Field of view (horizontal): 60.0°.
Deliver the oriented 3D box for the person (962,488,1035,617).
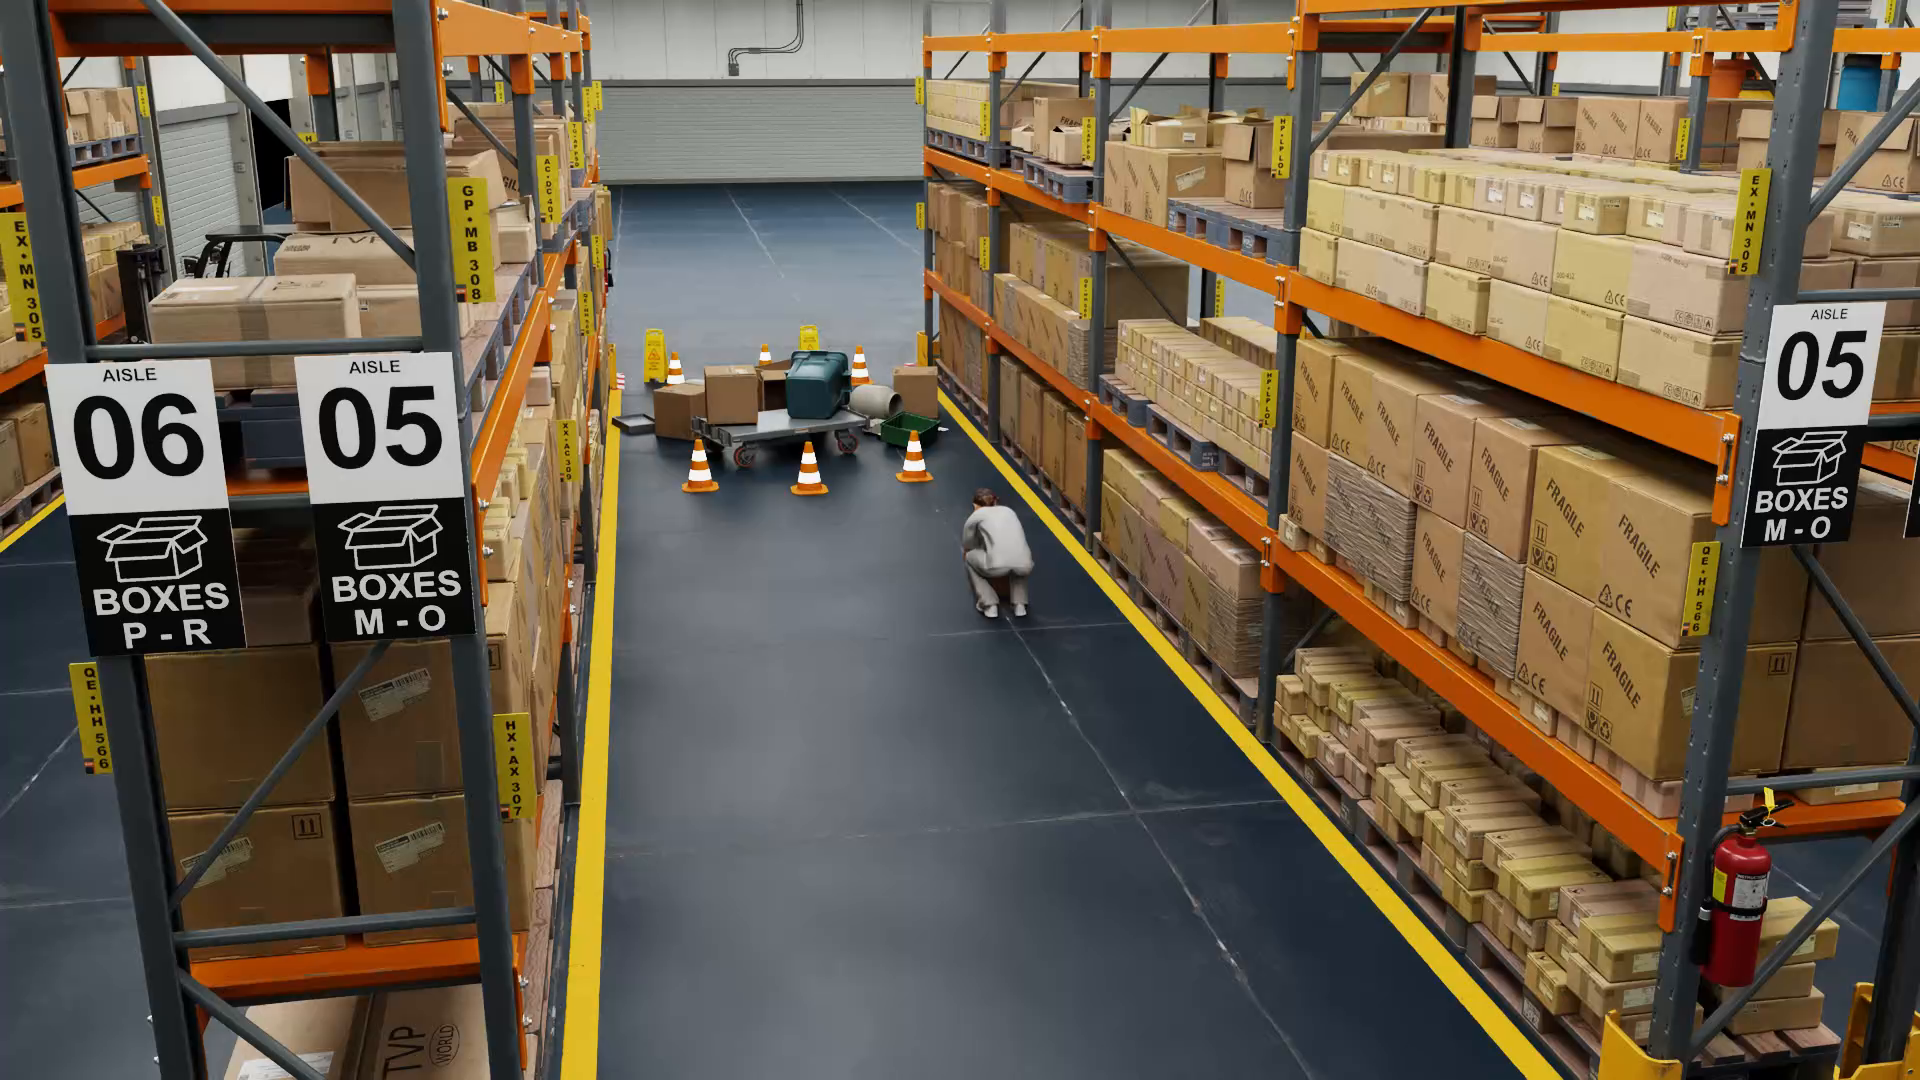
[{"bbox_3d":[0.280,0.093,12.219,0.479,0.833,0.802,-3,17,-10],"label":"person"}]
